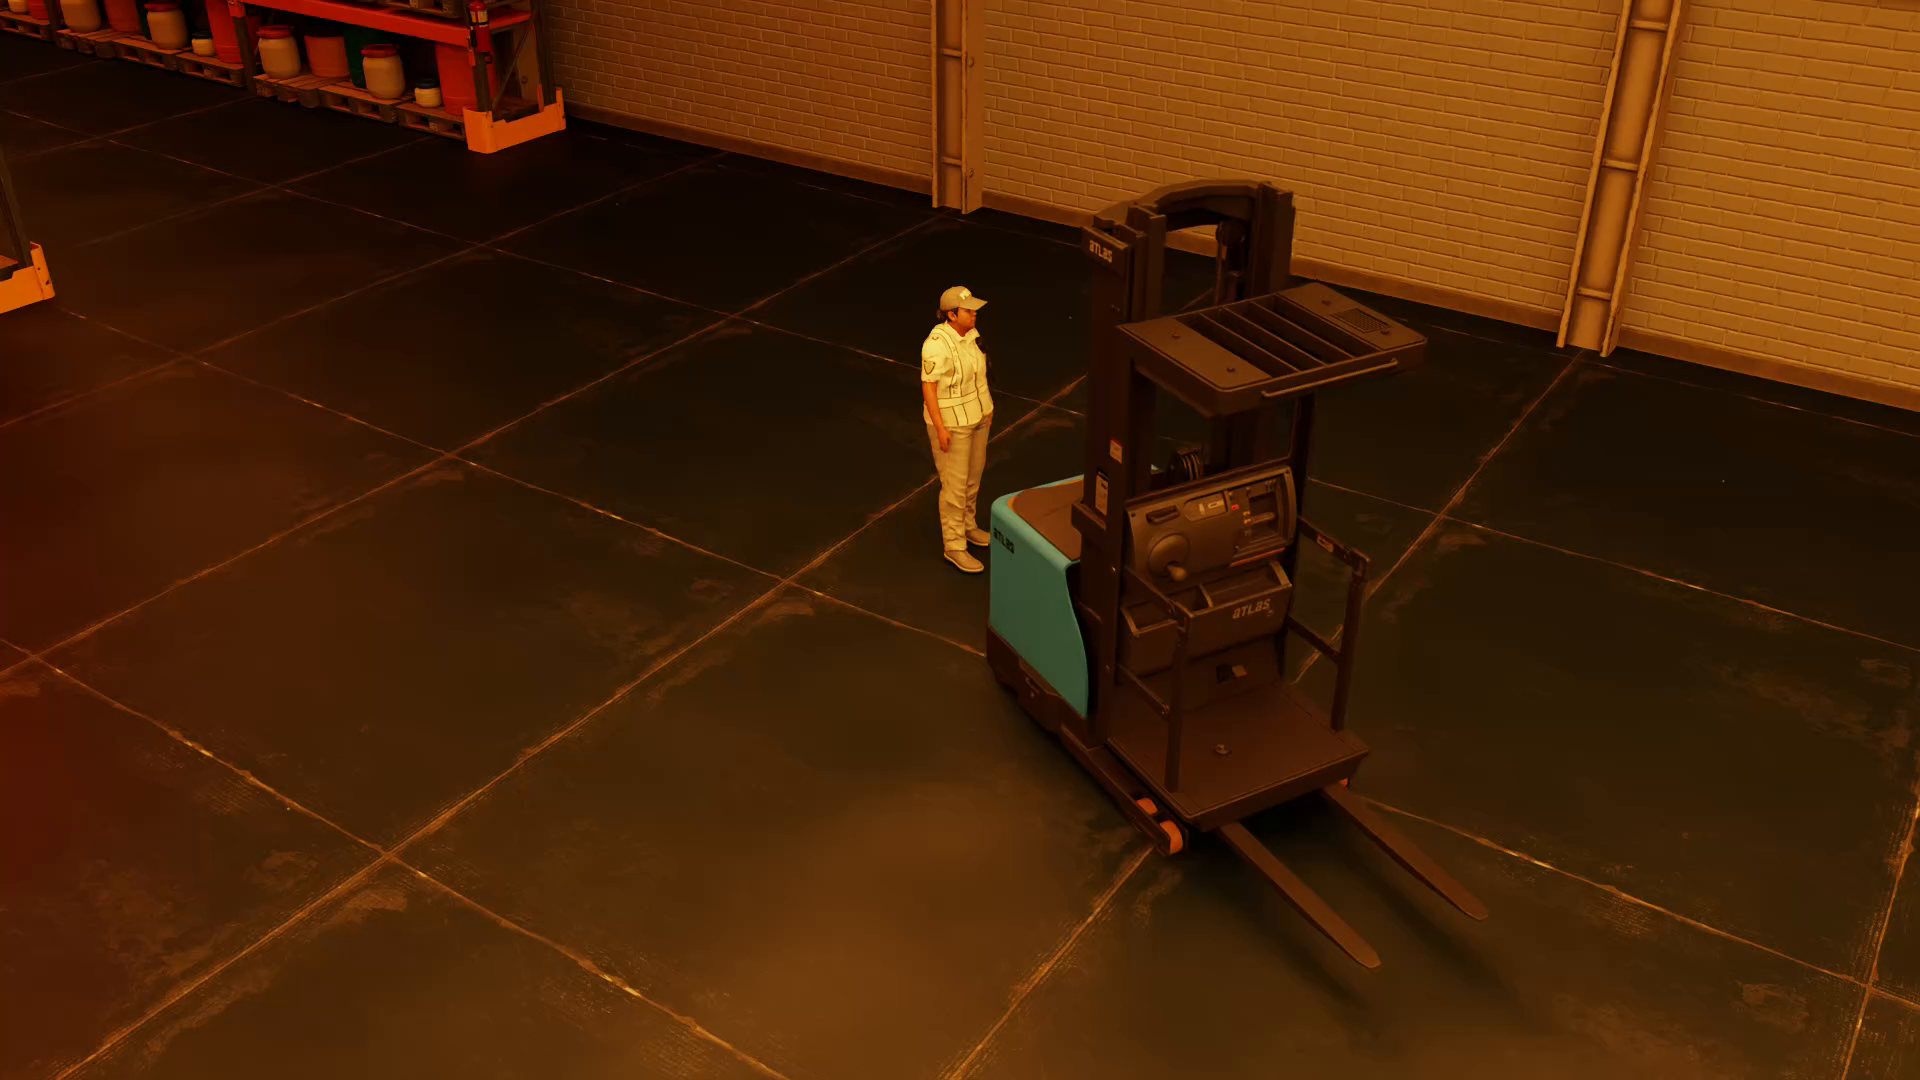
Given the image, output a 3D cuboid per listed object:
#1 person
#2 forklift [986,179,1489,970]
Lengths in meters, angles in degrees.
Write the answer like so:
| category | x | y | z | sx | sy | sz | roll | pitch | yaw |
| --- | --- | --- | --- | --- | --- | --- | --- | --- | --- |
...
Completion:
| category | x | y | z | sx | sy | sz | roll | pitch | yaw |
| --- | --- | --- | --- | --- | --- | --- | --- | --- | --- |
| person | 0.051 | -0.697 | 10.024 | 0.529 | 1.670 | 0.598 | 19 | 35 | 29 |
| forklift | 1.290 | -0.026 | 7.626 | 1.130 | 2.935 | 3.031 | -15 | 33 | -24 |
